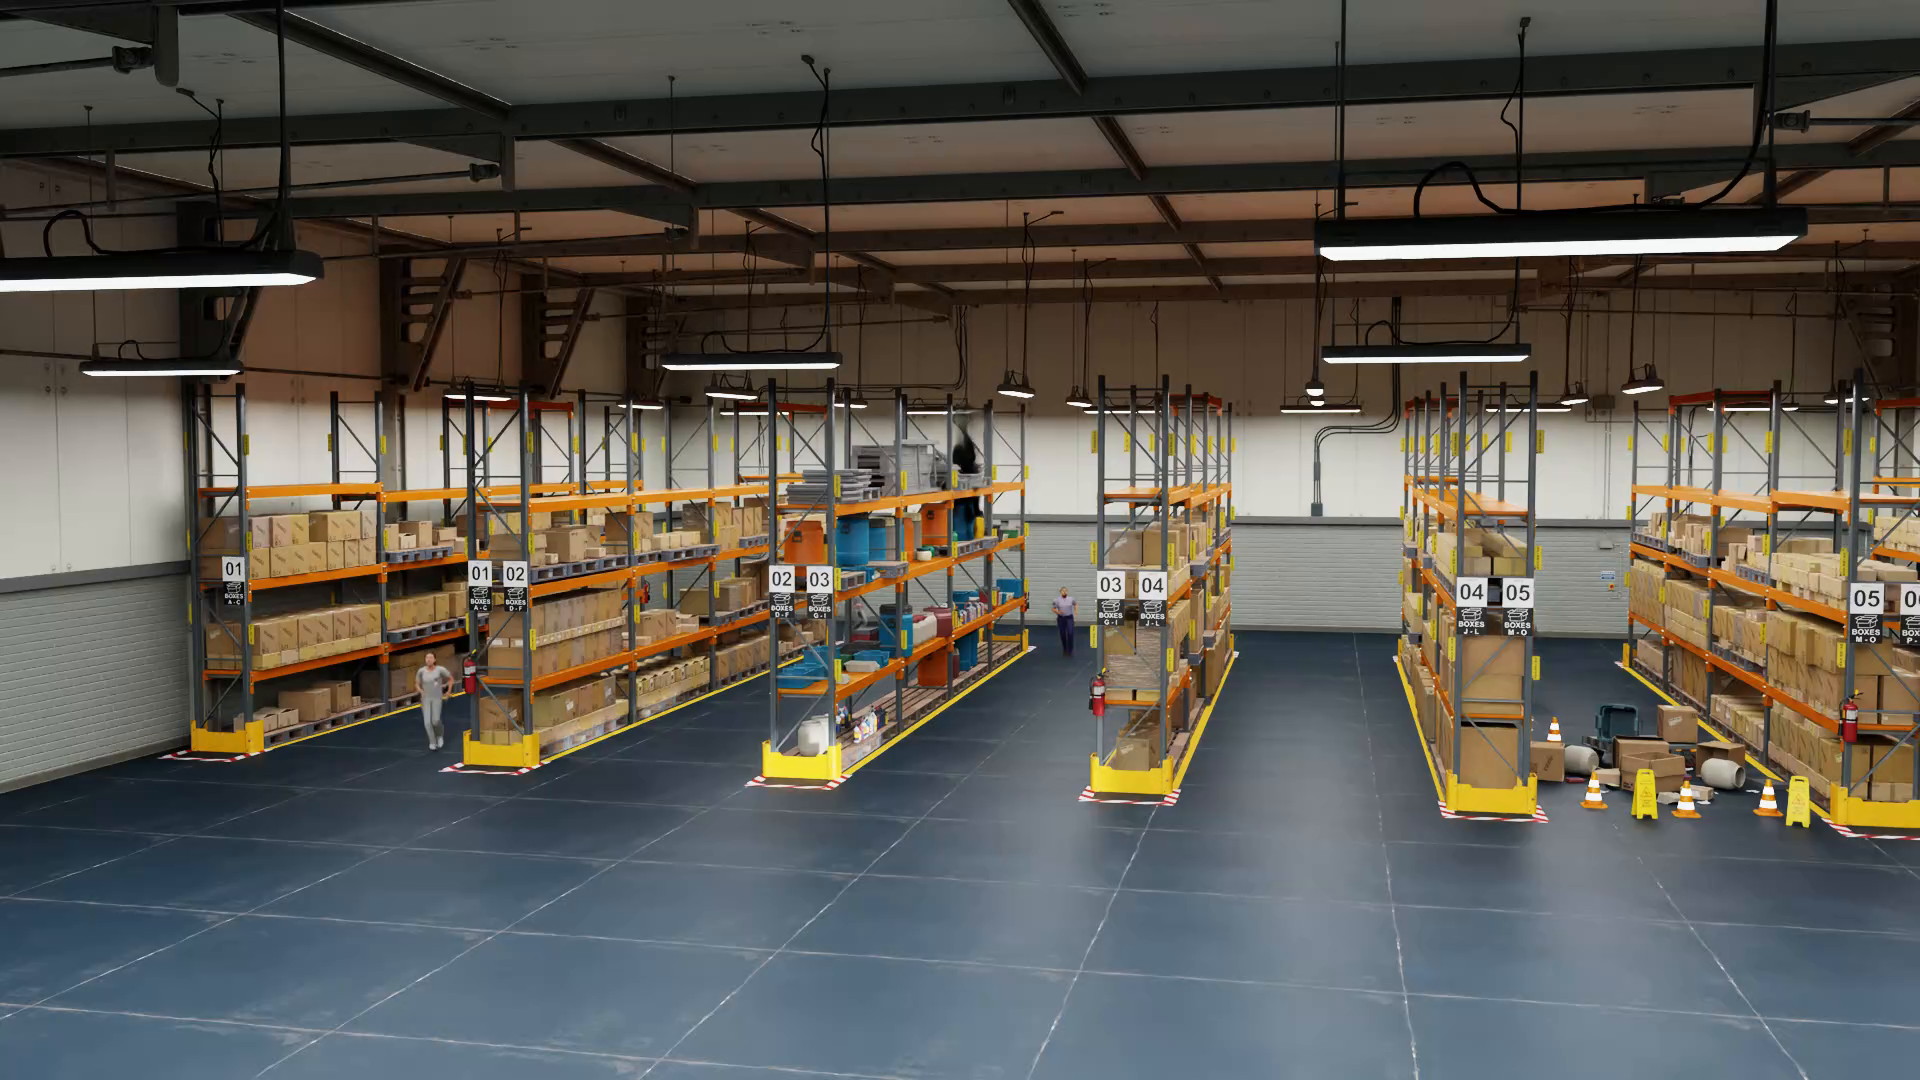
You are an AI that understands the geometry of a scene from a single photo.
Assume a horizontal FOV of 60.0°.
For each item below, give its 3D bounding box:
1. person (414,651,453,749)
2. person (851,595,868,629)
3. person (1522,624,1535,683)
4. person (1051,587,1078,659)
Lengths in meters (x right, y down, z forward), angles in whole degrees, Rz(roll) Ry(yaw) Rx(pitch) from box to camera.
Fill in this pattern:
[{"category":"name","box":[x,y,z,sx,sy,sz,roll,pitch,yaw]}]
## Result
[{"category":"person","box":[-8.611,2.624,27.176,0.584,1.630,0.579,0,3,-7]},{"category":"person","box":[-2.651,1.815,42.225,0.659,1.589,0.538,2,4,33]},{"category":"person","box":[11.471,2.189,34.215,0.713,1.779,1.127,0,3,6]},{"category":"person","box":[2.459,1.955,39.234,0.636,1.721,0.719,0,3,-1]}]
